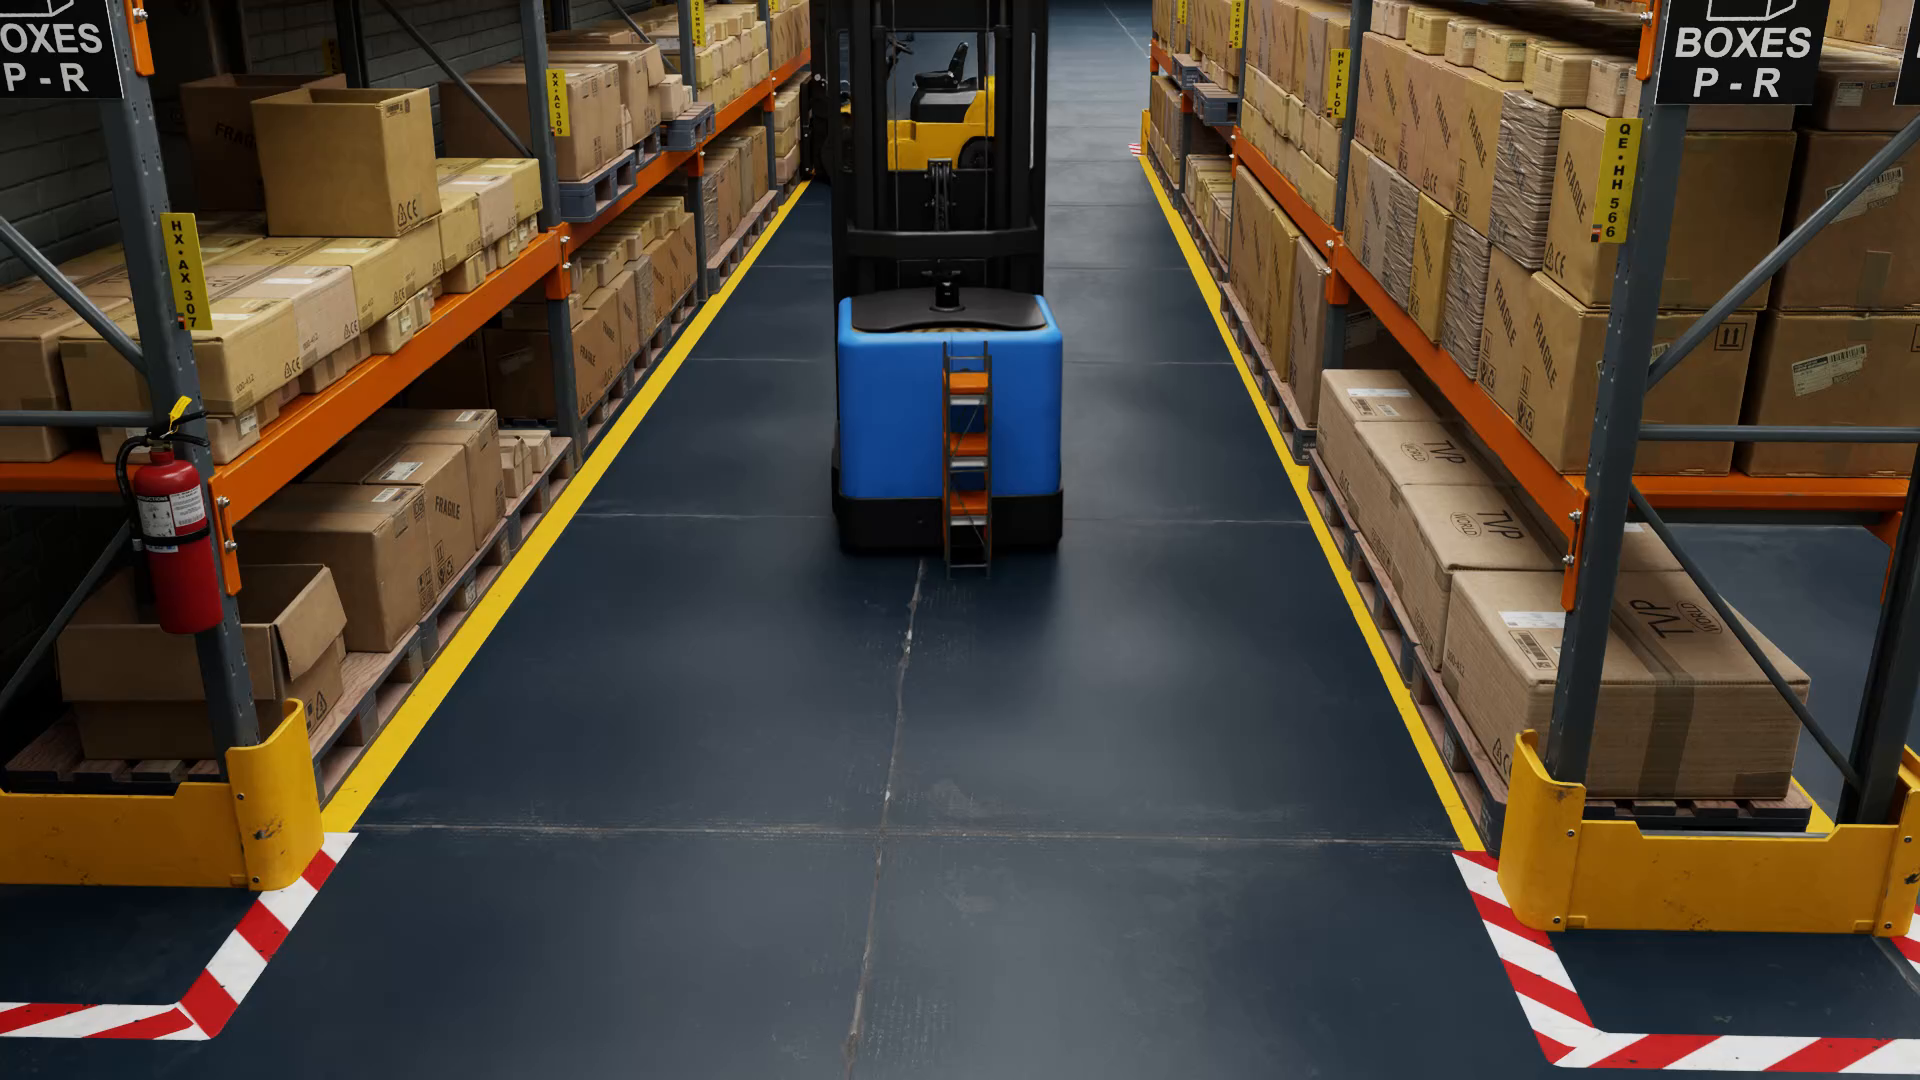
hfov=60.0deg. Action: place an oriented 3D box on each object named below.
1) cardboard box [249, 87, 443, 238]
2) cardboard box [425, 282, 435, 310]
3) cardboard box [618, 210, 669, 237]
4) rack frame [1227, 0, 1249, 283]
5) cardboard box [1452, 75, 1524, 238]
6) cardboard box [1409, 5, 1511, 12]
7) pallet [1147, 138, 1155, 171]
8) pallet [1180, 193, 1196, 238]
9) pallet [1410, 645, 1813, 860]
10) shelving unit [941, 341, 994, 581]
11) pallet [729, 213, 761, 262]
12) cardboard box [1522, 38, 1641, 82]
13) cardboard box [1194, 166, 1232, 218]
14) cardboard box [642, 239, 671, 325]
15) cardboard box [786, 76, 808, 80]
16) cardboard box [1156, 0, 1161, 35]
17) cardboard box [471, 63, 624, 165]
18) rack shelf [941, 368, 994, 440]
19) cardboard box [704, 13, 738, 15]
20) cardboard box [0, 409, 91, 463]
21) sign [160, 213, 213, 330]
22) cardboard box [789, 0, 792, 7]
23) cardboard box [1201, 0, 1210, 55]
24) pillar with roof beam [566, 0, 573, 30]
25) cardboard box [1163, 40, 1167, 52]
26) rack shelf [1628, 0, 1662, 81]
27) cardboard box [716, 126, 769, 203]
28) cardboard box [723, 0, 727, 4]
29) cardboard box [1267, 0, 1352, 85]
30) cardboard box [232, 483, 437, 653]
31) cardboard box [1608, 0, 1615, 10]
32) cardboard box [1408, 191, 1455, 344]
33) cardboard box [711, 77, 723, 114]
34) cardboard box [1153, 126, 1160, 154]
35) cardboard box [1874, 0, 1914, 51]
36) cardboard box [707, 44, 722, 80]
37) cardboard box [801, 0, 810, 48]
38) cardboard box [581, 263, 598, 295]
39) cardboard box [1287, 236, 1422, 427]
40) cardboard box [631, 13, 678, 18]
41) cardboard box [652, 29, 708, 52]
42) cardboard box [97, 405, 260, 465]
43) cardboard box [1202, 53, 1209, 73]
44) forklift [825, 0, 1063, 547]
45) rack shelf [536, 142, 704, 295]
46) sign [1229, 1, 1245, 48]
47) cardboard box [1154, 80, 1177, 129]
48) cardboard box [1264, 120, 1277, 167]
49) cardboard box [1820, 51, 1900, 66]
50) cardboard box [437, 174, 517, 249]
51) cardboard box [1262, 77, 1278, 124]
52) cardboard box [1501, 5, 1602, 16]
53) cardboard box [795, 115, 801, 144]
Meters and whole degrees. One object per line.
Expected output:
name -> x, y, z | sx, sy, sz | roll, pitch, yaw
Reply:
cardboard box -> -2.351, -1.463, 6.412 | 0.500, 0.500, 0.500 | 1, 21, 3
cardboard box -> -2.380, -0.994, 6.792 | 0.380, 0.149, 0.250 | 1, 21, 1
cardboard box -> -2.228, -2.191, 11.508 | 0.380, 0.149, 0.250 | 0, 21, 0
rack frame -> 2.525, -3.180, 12.078 | 1.000, 3.000, 0.127 | 1, 21, 2
cardboard box -> 2.063, -1.345, 5.829 | 0.500, 0.500, 0.500 | 1, 21, 1
cardboard box -> 2.177, -2.252, 7.269 | 0.380, 0.149, 0.250 | 0, 21, 1
pallet -> 2.706, -4.452, 19.211 | 1.003, 0.211, 1.213 | 1, 21, 2
pallet -> 2.625, -3.045, 15.585 | 1.003, 0.211, 1.213 | 1, 21, 2
pallet -> 2.228, 0.722, 5.875 | 1.003, 0.211, 1.213 | 1, 21, 2
shelving unit -> 0.031, -0.351, 7.481 | 0.215, 1.050, 0.252 | -1, 21, -3
pallet -> -2.332, -2.671, 14.620 | 1.003, 0.211, 1.213 | 1, 21, 2
cardboard box -> 2.128, -1.605, 5.603 | 0.380, 0.149, 0.250 | 0, 21, 1
cardboard box -> 2.615, -3.148, 15.046 | 0.950, 0.372, 0.625 | 2, 21, 5
cardboard box -> -2.273, -1.739, 11.238 | 0.500, 0.500, 0.500 | 2, 21, 4
cardboard box -> -1.905, -5.151, 18.997 | 0.500, 0.250, 0.500 | 1, 21, 3
cardboard box -> 2.464, -5.903, 18.545 | 0.500, 0.500, 0.500 | 1, 21, 3
cardboard box -> -2.304, -2.389, 9.321 | 0.700, 0.500, 0.500 | 1, 21, 2
rack shelf -> 0.031, -0.605, 7.382 | 0.215, 0.259, 0.240 | -1, 21, -3
cardboard box -> -2.112, -4.440, 14.292 | 0.380, 0.149, 0.250 | 1, 21, 2
cardboard box -> -2.938, -0.347, 5.123 | 0.380, 0.149, 0.250 | 0, 21, 1
sign -> -2.137, -0.739, 4.589 | 0.100, 0.325, 0.005 | 1, 21, 2
cardboard box -> -1.975, -5.700, 17.538 | 0.380, 0.149, 0.250 | 0, 21, 1
cardboard box -> 2.298, -4.296, 13.823 | 0.500, 0.500, 0.500 | 0, 21, -1
pillar with roof beam -> 1.005, -6.464, 12.249 | 9.100, 9.000, 0.400 | 1, 21, 2
cardboard box -> 2.441, -5.463, 18.310 | 0.380, 0.149, 0.250 | 1, 21, 3
rack shelf -> 2.343, -2.074, 6.075 | 1.077, 0.370, 4.000 | 1, 21, 2
cardboard box -> -2.319, -3.580, 15.810 | 0.875, 0.625, 0.625 | 2, 21, 4
cardboard box -> -2.502, -5.517, 17.067 | 0.380, 0.149, 0.250 | 1, 21, 3
cardboard box -> 2.229, -3.151, 10.483 | 0.500, 0.500, 0.500 | 1, 21, 3
cardboard box -> -2.501, 0.100, 6.500 | 0.700, 0.500, 0.500 | 1, 21, 4
cardboard box -> 7.758, -5.791, 18.600 | 0.875, 0.550, 0.550 | 1, 21, 2
cardboard box -> 2.071, -1.066, 6.491 | 0.500, 0.500, 0.500 | 1, 21, 3
cardboard box -> -2.158, -3.503, 13.118 | 0.500, 0.250, 0.500 | 0, 21, 0
cardboard box -> 2.445, -4.514, 18.735 | 0.500, 0.250, 0.500 | 1, 21, 4
cardboard box -> 7.514, -4.020, 12.723 | 0.700, 0.500, 0.500 | 0, 21, 1
cardboard box -> -2.162, -3.735, 13.026 | 0.500, 0.250, 0.500 | 1, 21, 3
cardboard box -> -1.971, -5.804, 18.703 | 0.500, 0.500, 0.500 | 1, 21, 3
cardboard box -> -2.359, -1.540, 9.829 | 0.380, 0.149, 0.250 | 0, 21, 1
cardboard box -> 2.342, -1.164, 9.239 | 0.875, 0.875, 0.875 | 1, 21, 3
cardboard box -> -2.631, -4.444, 14.300 | 0.380, 0.149, 0.250 | 0, 21, 1
cardboard box -> -2.125, -3.791, 12.618 | 0.380, 0.149, 0.250 | 1, 21, 3
cardboard box -> -2.395, -0.340, 5.105 | 0.380, 0.149, 0.250 | 0, 21, 1
cardboard box -> 2.247, -4.038, 14.056 | 0.380, 0.149, 0.250 | 1, 21, 4
forklift -> -0.128, -1.820, 8.668 | 1.130, 2.935, 3.031 | -1, 21, -3
rack shelf -> -2.497, -2.175, 10.482 | 1.077, 0.370, 4.000 | 1, 21, 2
sign -> 1.983, -3.686, 11.890 | 0.100, 0.325, 0.005 | 1, 21, 2
cardboard box -> 2.456, -4.850, 18.566 | 0.500, 0.500, 0.500 | 0, 21, 0
cardboard box -> 2.239, -2.561, 10.689 | 0.500, 0.250, 0.500 | 1, 21, 3
cardboard box -> 2.629, -1.416, 5.116 | 0.380, 0.149, 0.250 | 1, 21, 3
cardboard box -> -2.330, -1.488, 7.513 | 0.500, 0.250, 0.500 | 1, 21, 2
cardboard box -> 2.219, -2.796, 10.604 | 0.500, 0.250, 0.500 | 1, 21, 1
cardboard box -> 2.578, -2.250, 7.264 | 0.380, 0.149, 0.250 | 1, 21, 2
cardboard box -> -1.951, -4.362, 17.654 | 0.500, 0.250, 0.500 | 0, 21, 1
